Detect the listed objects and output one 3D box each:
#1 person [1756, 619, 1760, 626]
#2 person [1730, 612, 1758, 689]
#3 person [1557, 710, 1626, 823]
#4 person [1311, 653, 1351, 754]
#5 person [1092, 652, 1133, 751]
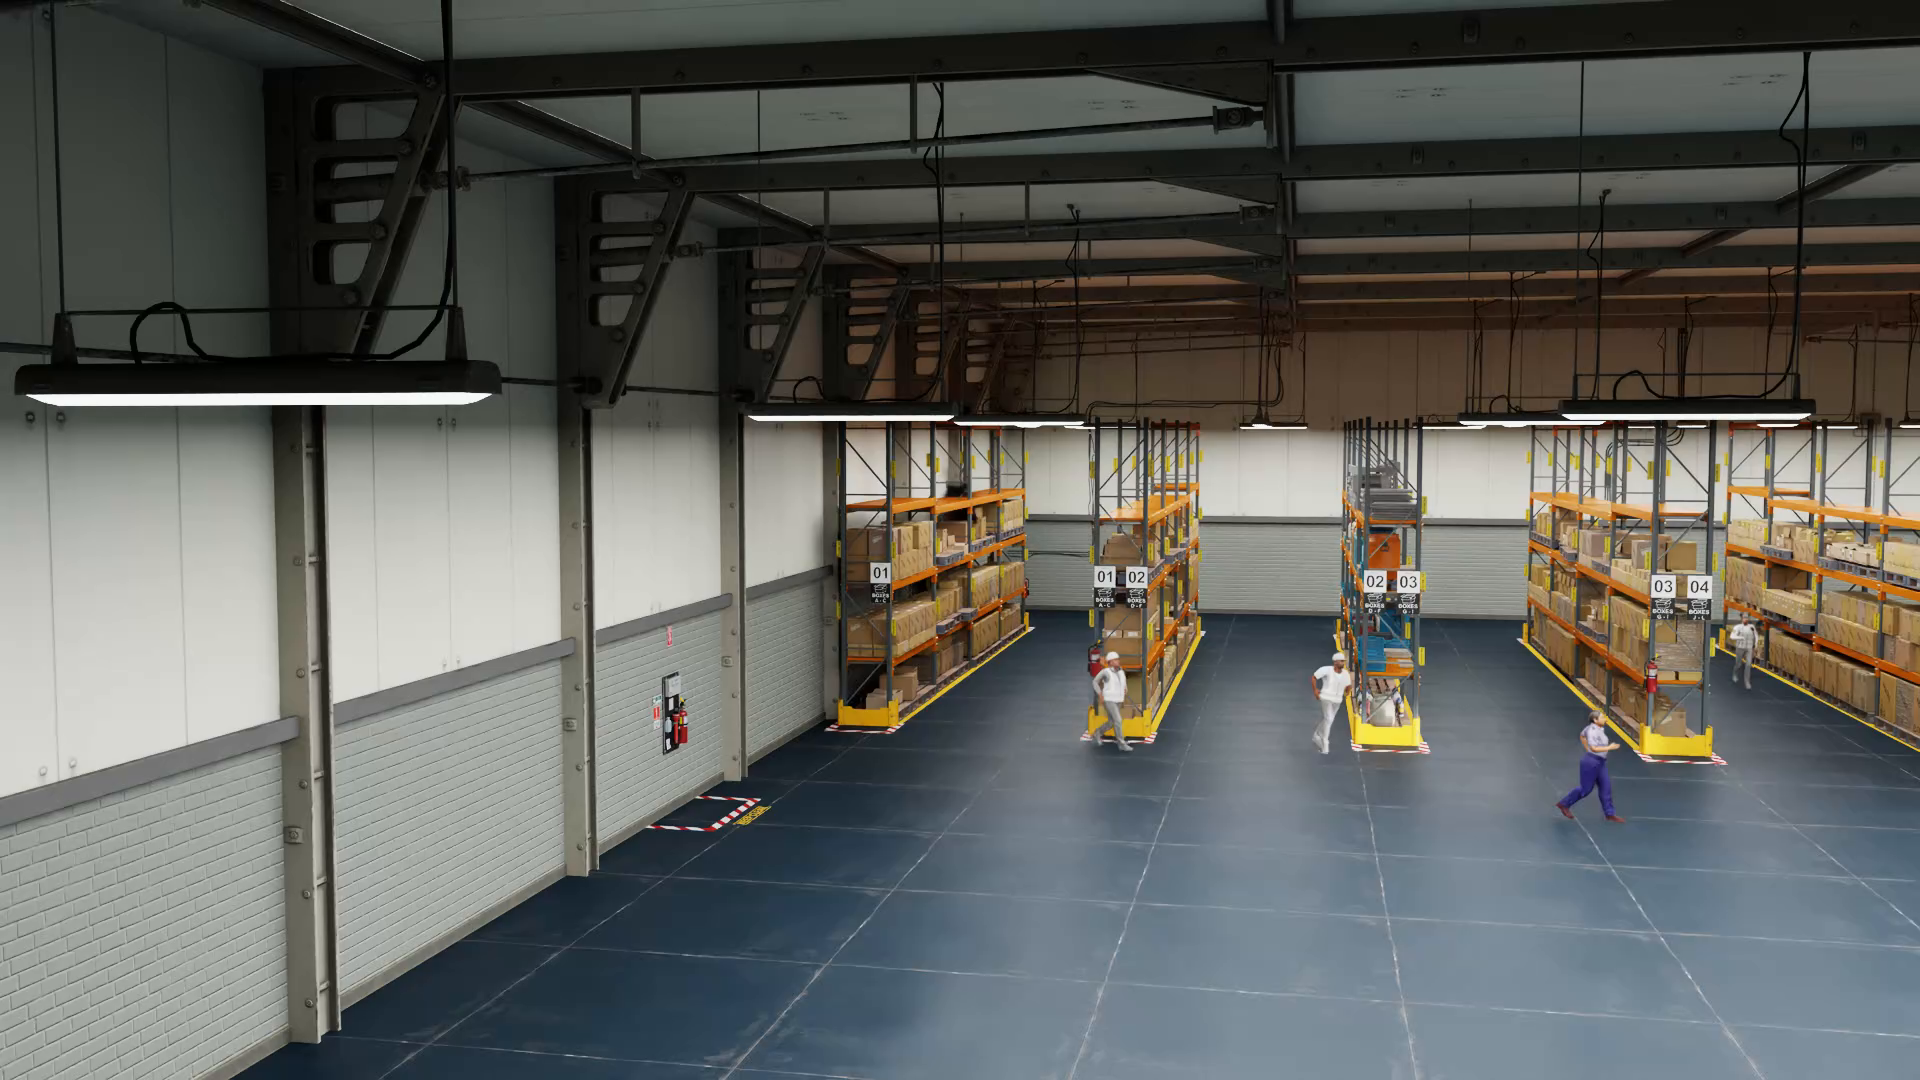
[{"bbox_3d":[21.739,2.052,44.941,0.568,1.550,0.593,-3,5,-38],"label":"person"},{"bbox_3d":[17.589,2.435,37.289,0.629,1.677,0.940,1,4,11],"label":"person"},{"bbox_3d":[9.234,3.287,24.276,0.946,1.631,0.611,2,4,32],"label":"person"},{"bbox_3d":[6.687,2.924,29.963,0.733,1.795,0.785,-2,4,-24],"label":"person"},{"bbox_3d":[2.772,2.875,29.903,0.652,1.736,0.969,-4,5,-44],"label":"person"}]
